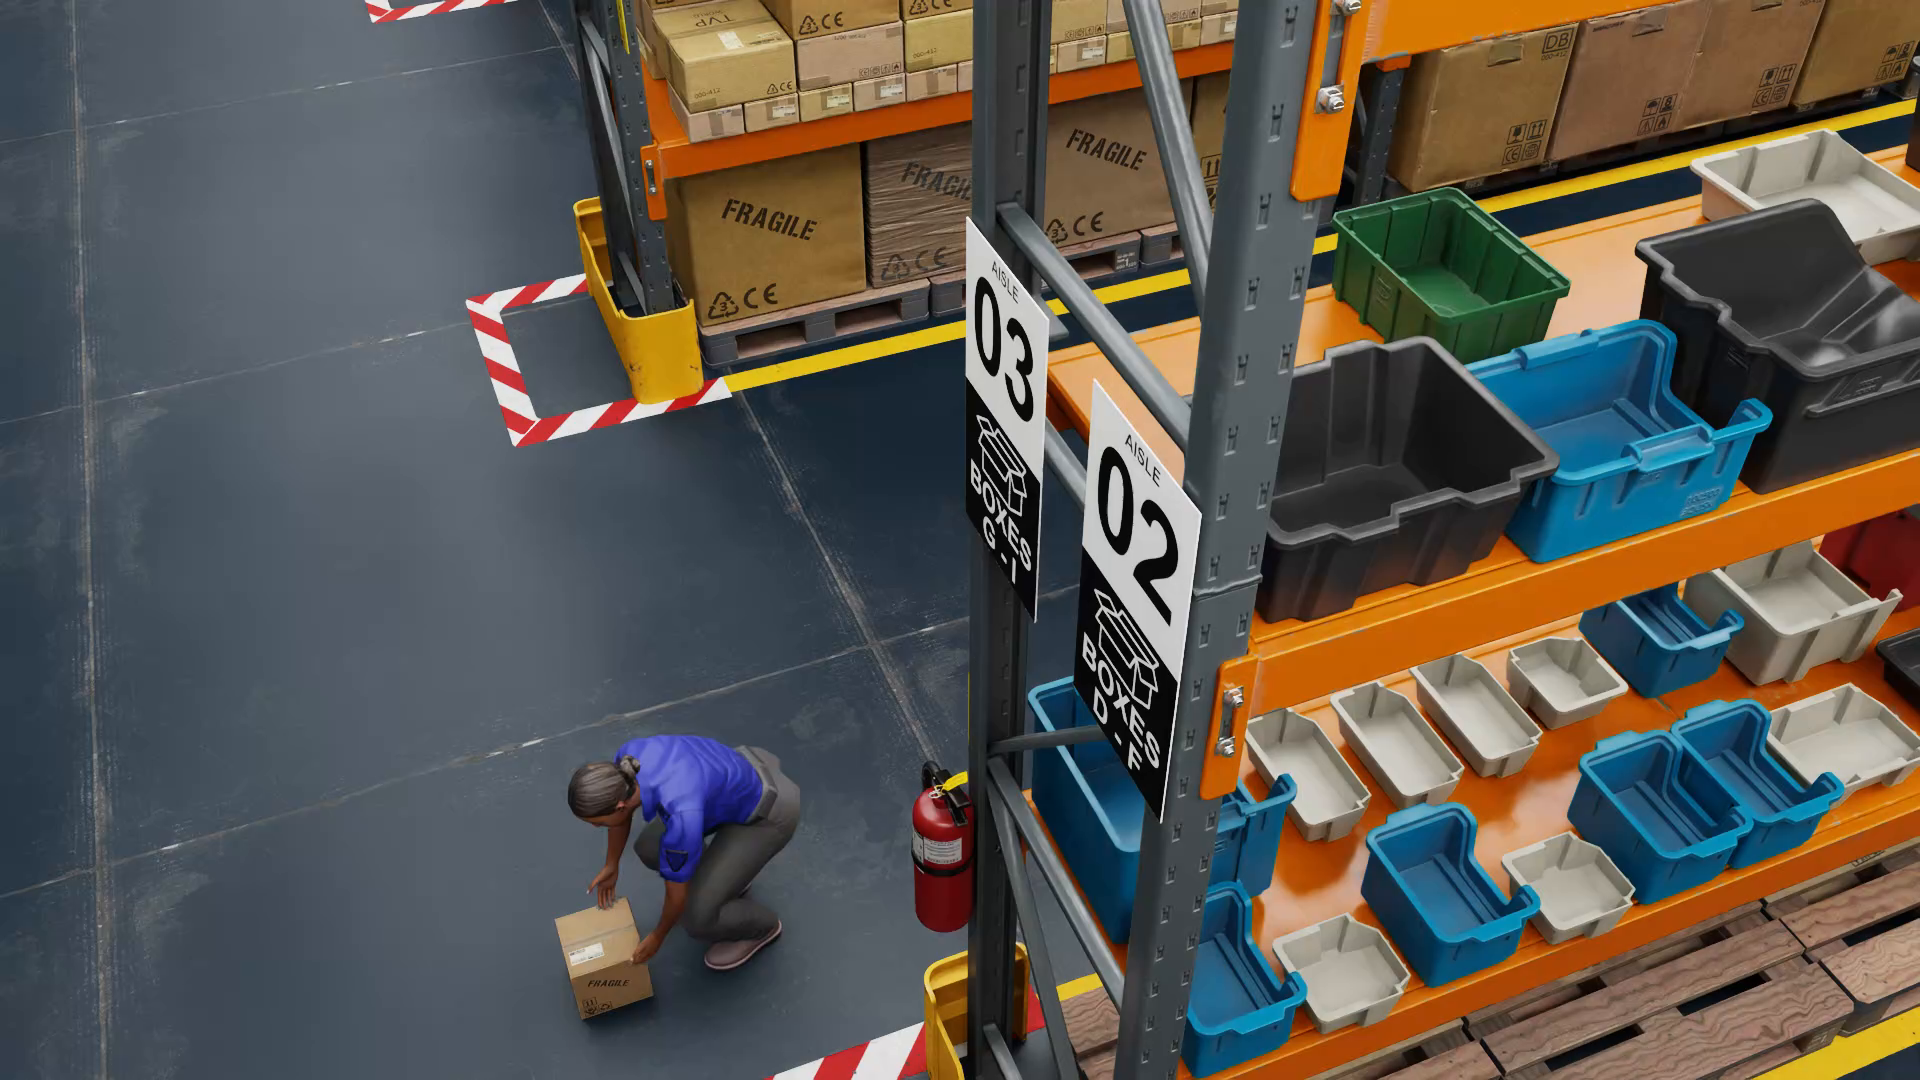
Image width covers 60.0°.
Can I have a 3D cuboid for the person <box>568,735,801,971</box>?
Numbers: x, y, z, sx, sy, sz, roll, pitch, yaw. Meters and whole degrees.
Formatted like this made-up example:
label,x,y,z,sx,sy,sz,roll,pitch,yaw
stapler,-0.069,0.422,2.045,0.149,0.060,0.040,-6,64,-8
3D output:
label,x,y,z,sx,sy,sz,roll,pitch,yaw
person,-0.872,0.993,5.478,0.749,1.106,0.498,-23,47,-23
